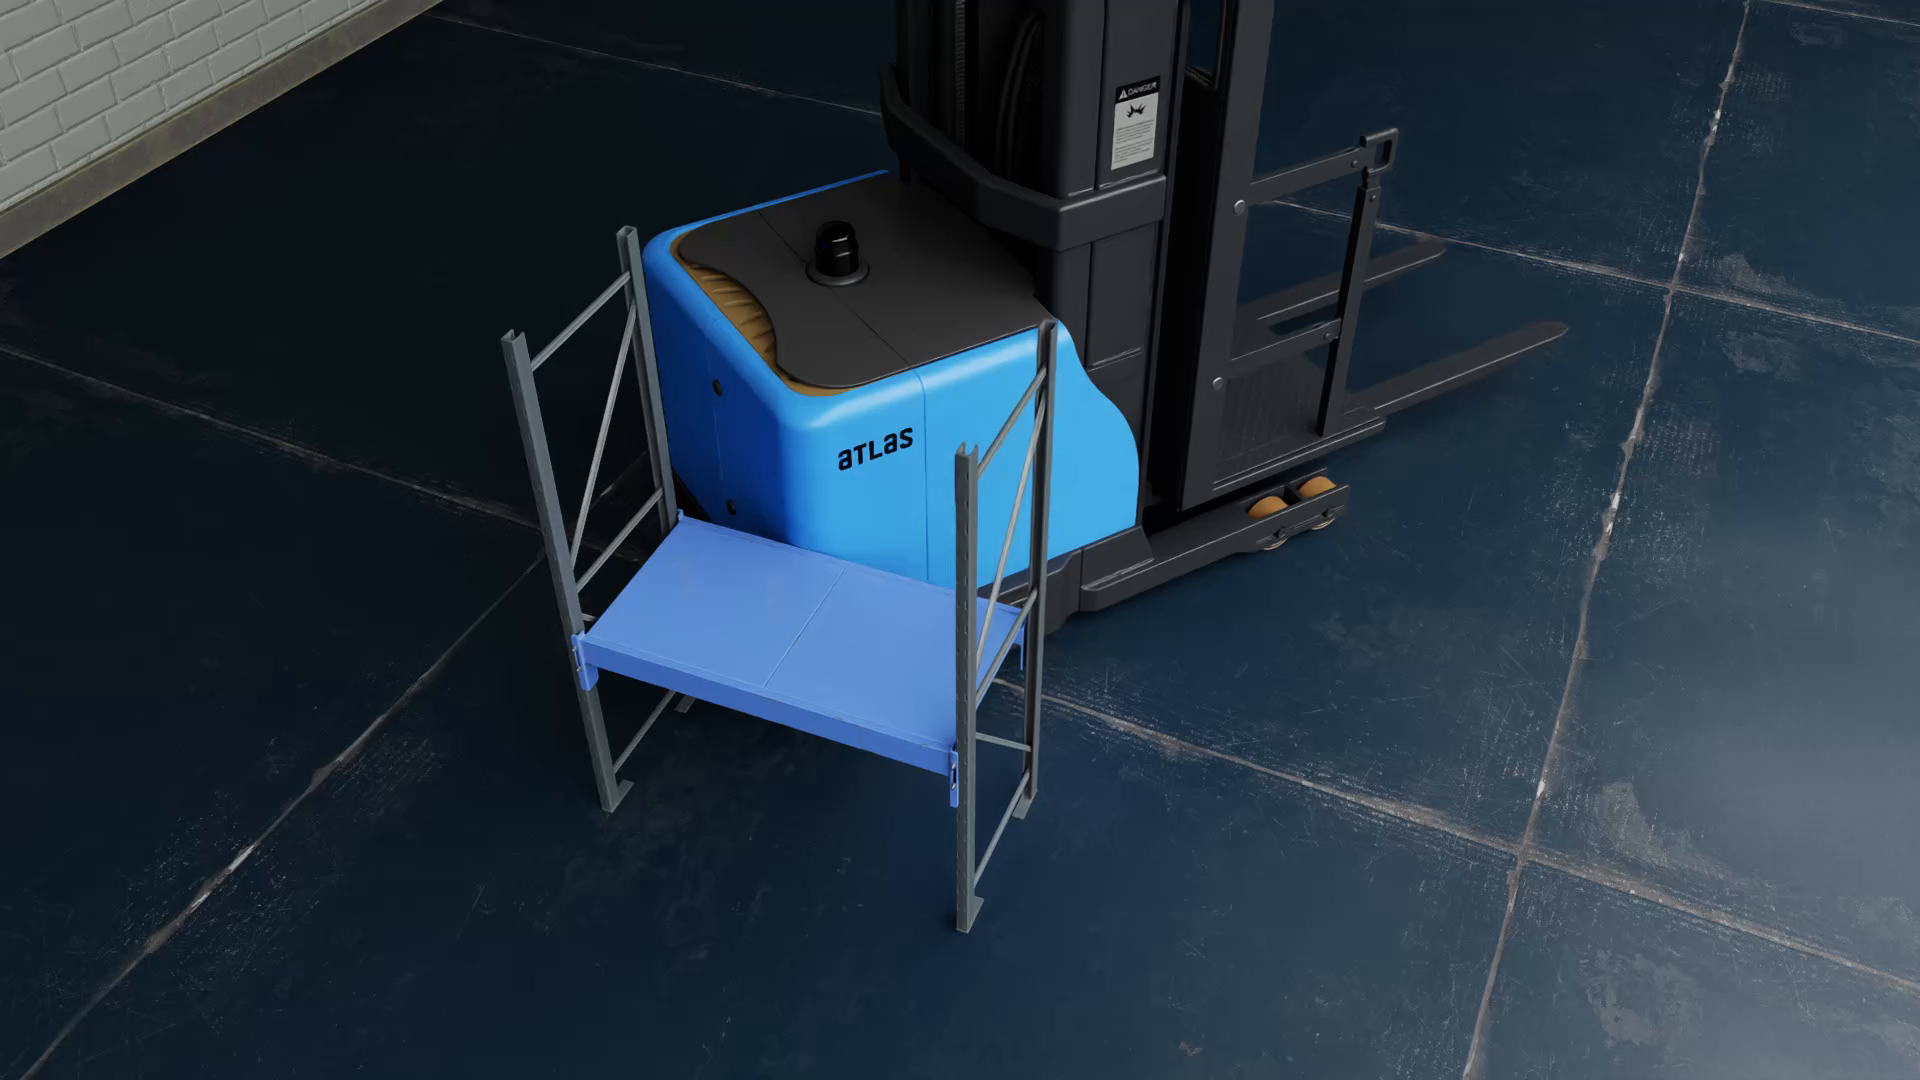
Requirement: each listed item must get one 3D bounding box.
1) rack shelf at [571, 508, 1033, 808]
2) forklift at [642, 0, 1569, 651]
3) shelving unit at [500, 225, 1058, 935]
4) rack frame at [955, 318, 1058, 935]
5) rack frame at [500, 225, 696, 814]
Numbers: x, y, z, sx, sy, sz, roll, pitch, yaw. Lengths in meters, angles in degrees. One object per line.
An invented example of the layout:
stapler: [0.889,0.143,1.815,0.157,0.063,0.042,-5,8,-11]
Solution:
rack shelf: [-0.372,0.266,4.073,1.000,0.185,0.538,15,43,17]
forklift: [0.638,-1.355,4.575,3.031,2.935,1.130,-21,45,-23]
shelving unit: [-0.372,0.130,3.955,1.048,1.500,0.538,15,43,17]
rack frame: [0.099,0.256,3.810,0.032,1.500,0.500,15,43,17]
rack frame: [-0.843,0.004,4.100,0.032,1.500,0.500,15,43,17]
